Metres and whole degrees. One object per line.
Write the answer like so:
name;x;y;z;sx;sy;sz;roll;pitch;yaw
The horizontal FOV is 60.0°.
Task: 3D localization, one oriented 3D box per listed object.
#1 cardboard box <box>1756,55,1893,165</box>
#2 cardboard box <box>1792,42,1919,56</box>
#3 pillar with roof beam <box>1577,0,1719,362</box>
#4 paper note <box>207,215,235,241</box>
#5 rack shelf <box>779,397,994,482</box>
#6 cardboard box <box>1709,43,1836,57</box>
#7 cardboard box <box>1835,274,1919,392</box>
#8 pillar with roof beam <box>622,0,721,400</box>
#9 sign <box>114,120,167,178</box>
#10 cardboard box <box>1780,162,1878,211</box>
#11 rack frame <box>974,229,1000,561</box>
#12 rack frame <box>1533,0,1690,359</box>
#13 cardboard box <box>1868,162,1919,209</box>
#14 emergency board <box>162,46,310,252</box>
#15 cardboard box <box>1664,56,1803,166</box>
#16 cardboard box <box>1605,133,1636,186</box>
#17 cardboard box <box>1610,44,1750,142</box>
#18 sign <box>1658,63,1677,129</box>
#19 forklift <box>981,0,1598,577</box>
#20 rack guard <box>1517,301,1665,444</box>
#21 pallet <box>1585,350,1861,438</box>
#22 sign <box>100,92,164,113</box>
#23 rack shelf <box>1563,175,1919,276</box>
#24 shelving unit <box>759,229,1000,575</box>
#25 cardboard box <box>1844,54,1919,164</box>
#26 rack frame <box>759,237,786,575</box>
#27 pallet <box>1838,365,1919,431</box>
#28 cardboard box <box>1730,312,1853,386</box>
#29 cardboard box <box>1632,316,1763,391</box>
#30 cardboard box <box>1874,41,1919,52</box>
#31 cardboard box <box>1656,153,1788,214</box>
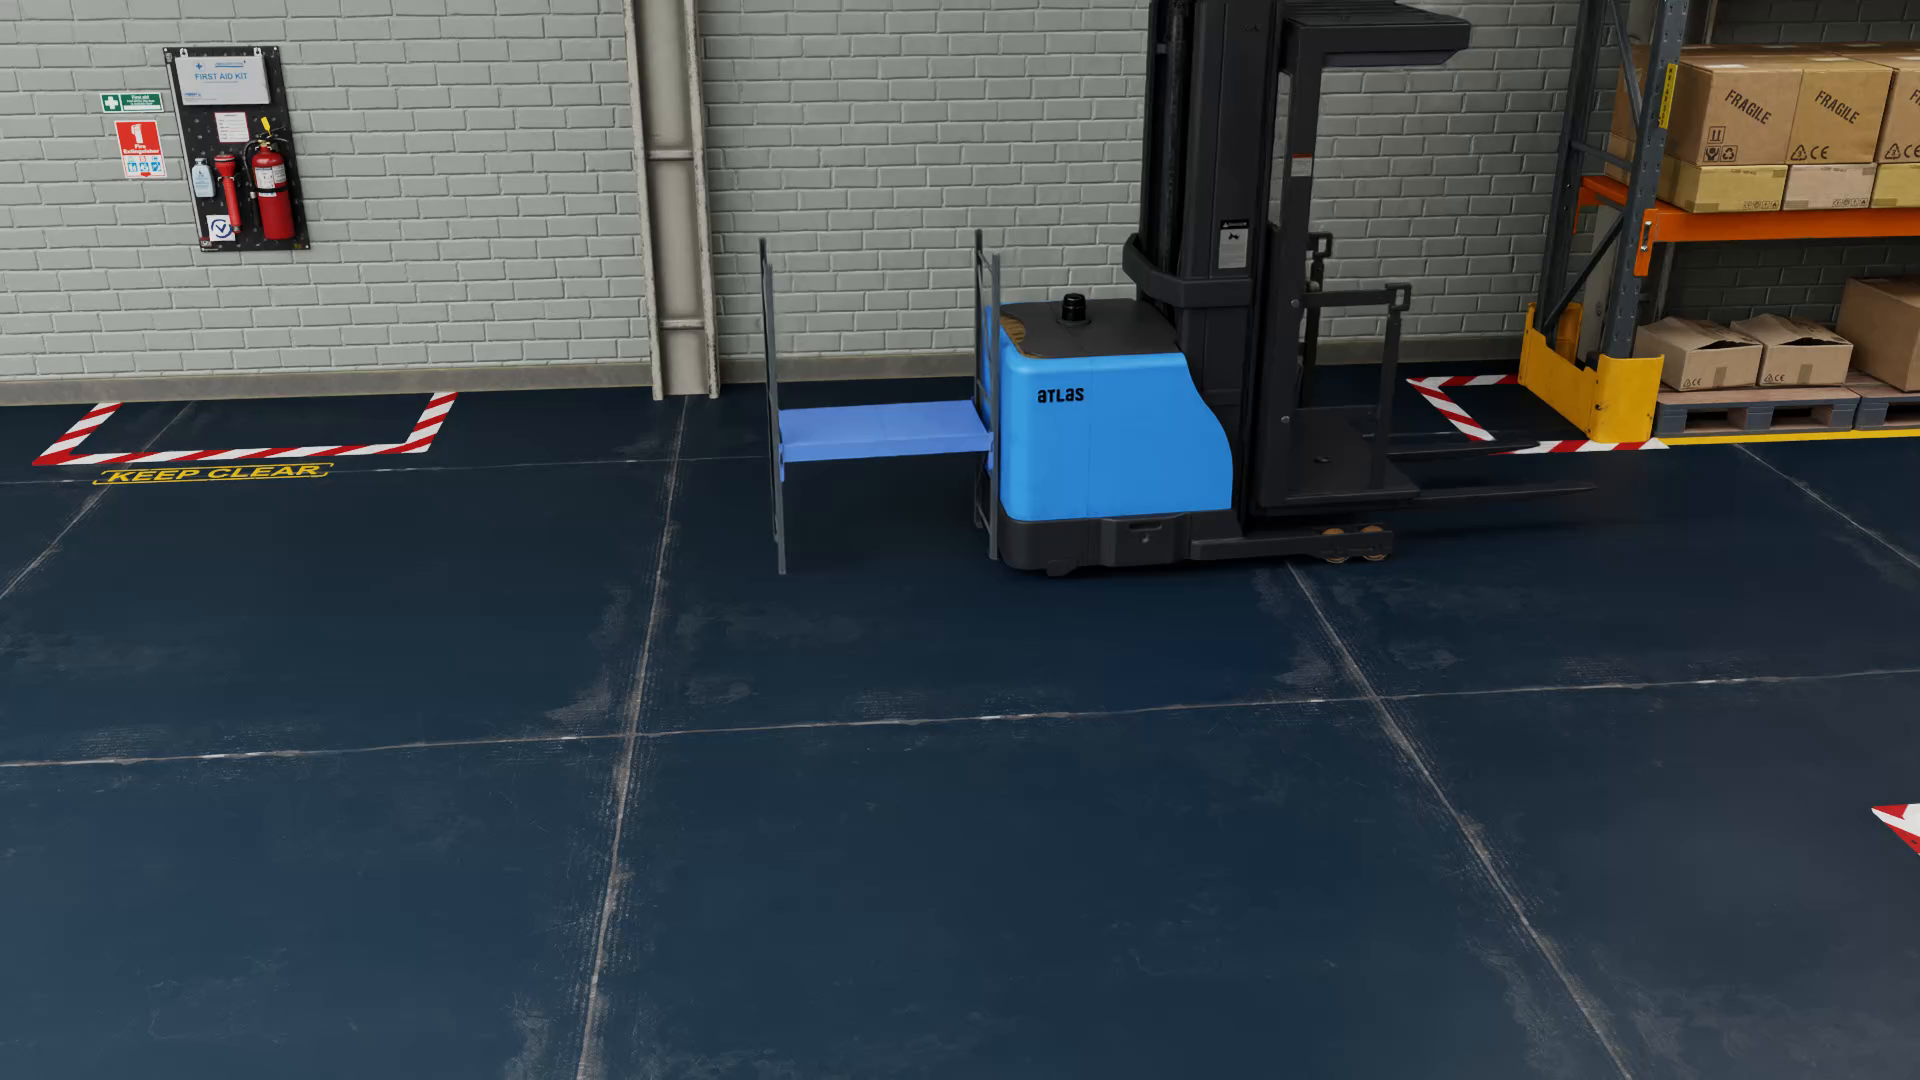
cardboard box;4.663;-2.356;9.093;0.500;0.500;0.500;-2;24;-5
cardboard box;5.130;-2.586;9.611;0.500;0.500;0.500;-3;24;-7
pillar with roof beam;4.700;-3.538;5.130;0.400;9.000;9.100;-2;24;-5
paper note;-4.340;-1.832;9.763;0.142;0.148;0.016;-2;24;-5
rack shelf;-0.376;-0.488;7.944;1.000;0.185;0.538;-4;24;-8
cardboard box;4.616;-2.563;9.560;0.500;0.500;0.500;-2;24;-4
cardboard box;5.665;-1.241;9.885;0.500;0.500;0.700;-4;24;-8
pillar with roof beam;-1.271;-3.298;4.592;0.400;9.000;9.100;-2;24;-5
sign;-4.717;-2.250;9.575;0.234;0.329;0.001;-2;24;-5
cardboard box;4.698;-2.017;9.255;0.500;0.250;0.500;-3;24;-7
rack frame;0.126;-0.685;7.945;0.032;1.500;0.500;-4;24;-8
rack frame;3.666;-2.159;9.414;0.127;3.000;1.000;-2;24;-5
cardboard box;5.205;-2.035;9.296;0.500;0.250;0.500;-3;24;-6
emergency board;-4.157;-2.214;9.538;0.643;1.169;0.194;-2;24;-5
cardboard box;4.170;-2.340;9.058;0.500;0.500;0.500;-2;24;-5
cardboard box;4.112;-2.197;9.659;0.500;0.250;0.500;-2;24;-4
cardboard box;4.114;-2.547;9.524;0.500;0.500;0.500;-3;24;-6
sign;3.719;-2.335;8.745;0.005;0.325;0.100;-2;24;-5
forklift;1.639;-1.435;7.869;3.031;2.935;1.130;-4;24;-8
rack guard;3.741;-1.020;9.929;0.348;0.500;1.175;-2;24;-5
pallet;4.553;-0.906;10.028;1.213;0.211;1.003;-2;24;-5
sign;-4.712;-2.488;9.459;0.331;0.109;0.001;-2;24;-5
rack shelf;5.656;-1.910;9.740;4.000;0.370;1.077;-2;24;-5
shelving unit;-0.376;-0.652;7.871;1.048;1.500;0.538;-4;24;-8
cardboard box;5.178;-2.374;9.134;0.500;0.500;0.500;-3;24;-7
rack frame;-0.878;-0.619;7.797;0.032;1.500;0.500;-4;24;-8
pallet;5.765;-0.953;10.135;1.213;0.211;1.003;-2;24;-5
cardboard box;4.930;-1.145;9.903;0.500;0.311;0.500;0;24;-1
cardboard box;4.363;-1.123;9.851;0.500;0.311;0.500;-5;24;-11
cardboard box;5.631;-2.606;9.656;0.500;0.500;0.500;-2;24;-4
cardboard box;4.182;-1.991;9.196;0.500;0.250;0.500;-3;24;-7
